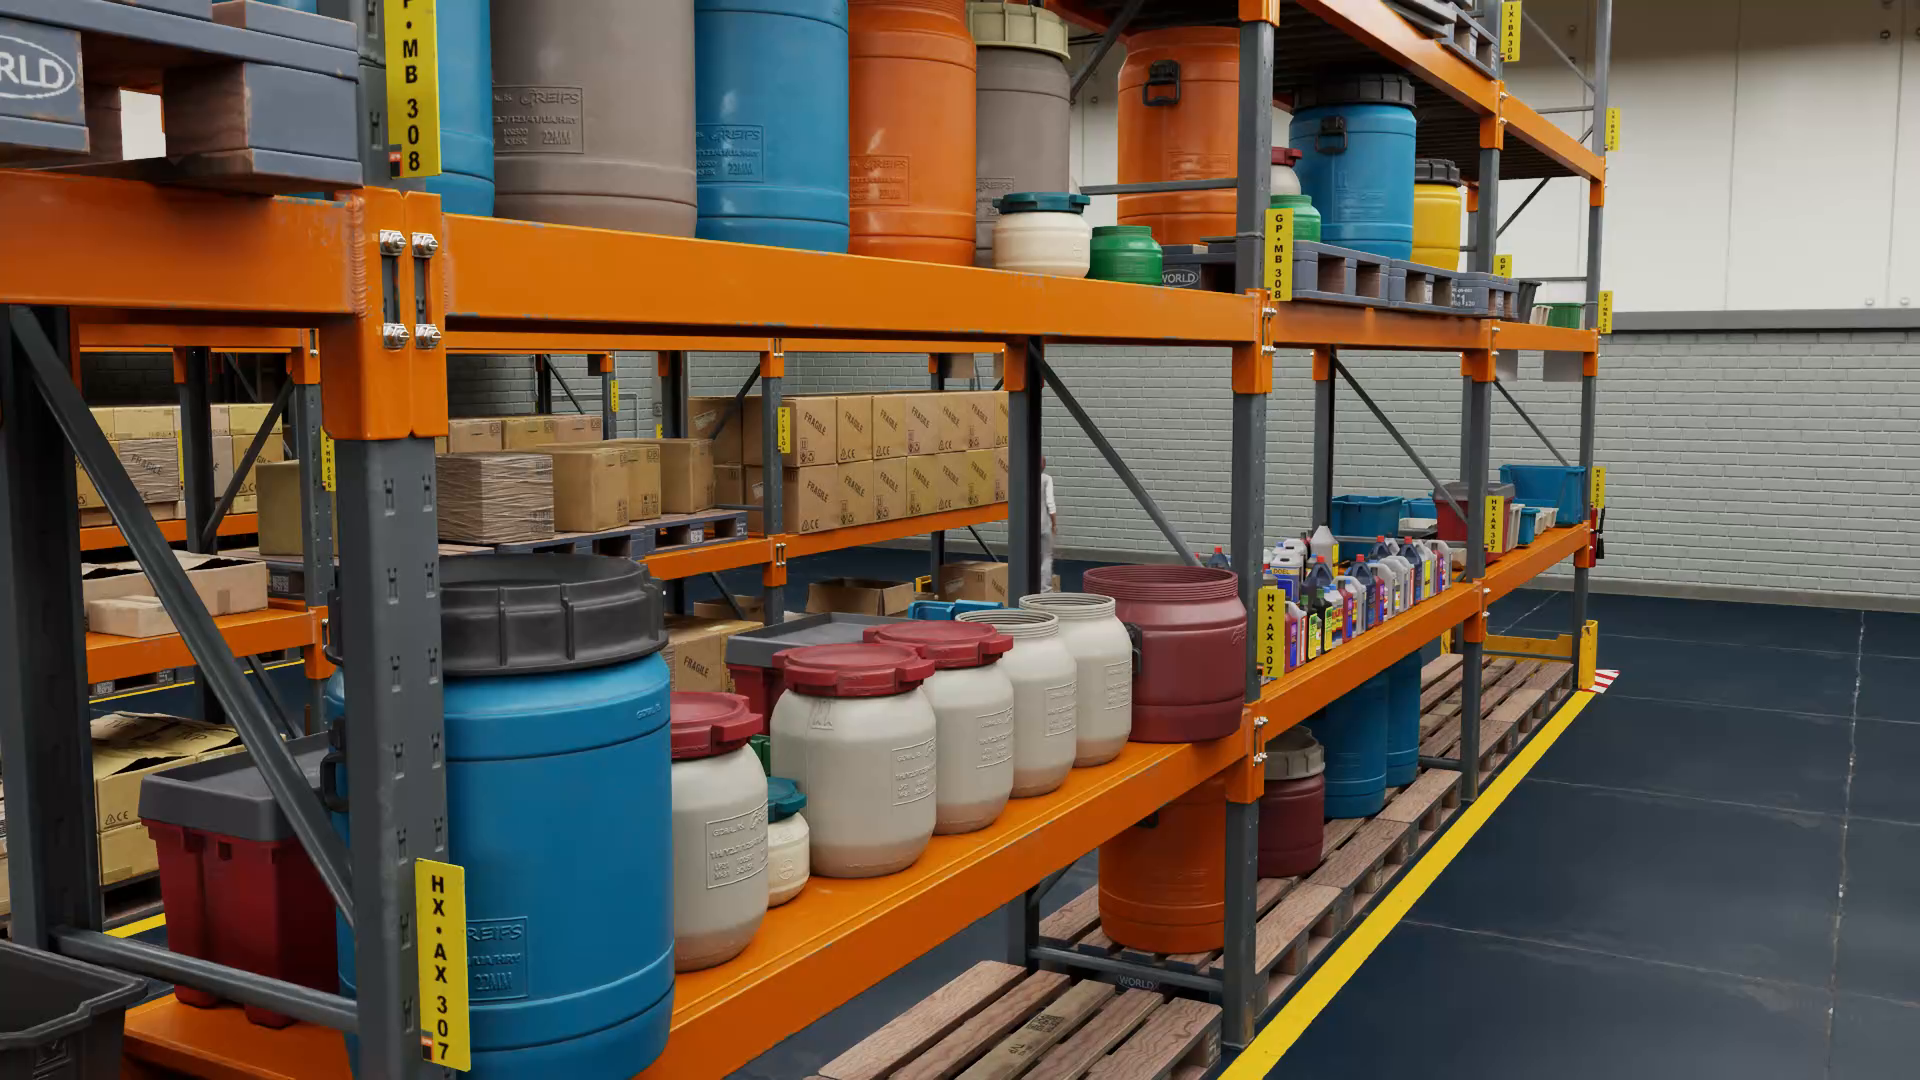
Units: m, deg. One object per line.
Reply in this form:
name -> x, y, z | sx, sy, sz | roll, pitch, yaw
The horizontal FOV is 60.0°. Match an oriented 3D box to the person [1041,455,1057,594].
person -> 0.820, -0.132, 17.807 | 0.469, 1.590, 0.348 | 3, 7, 26
